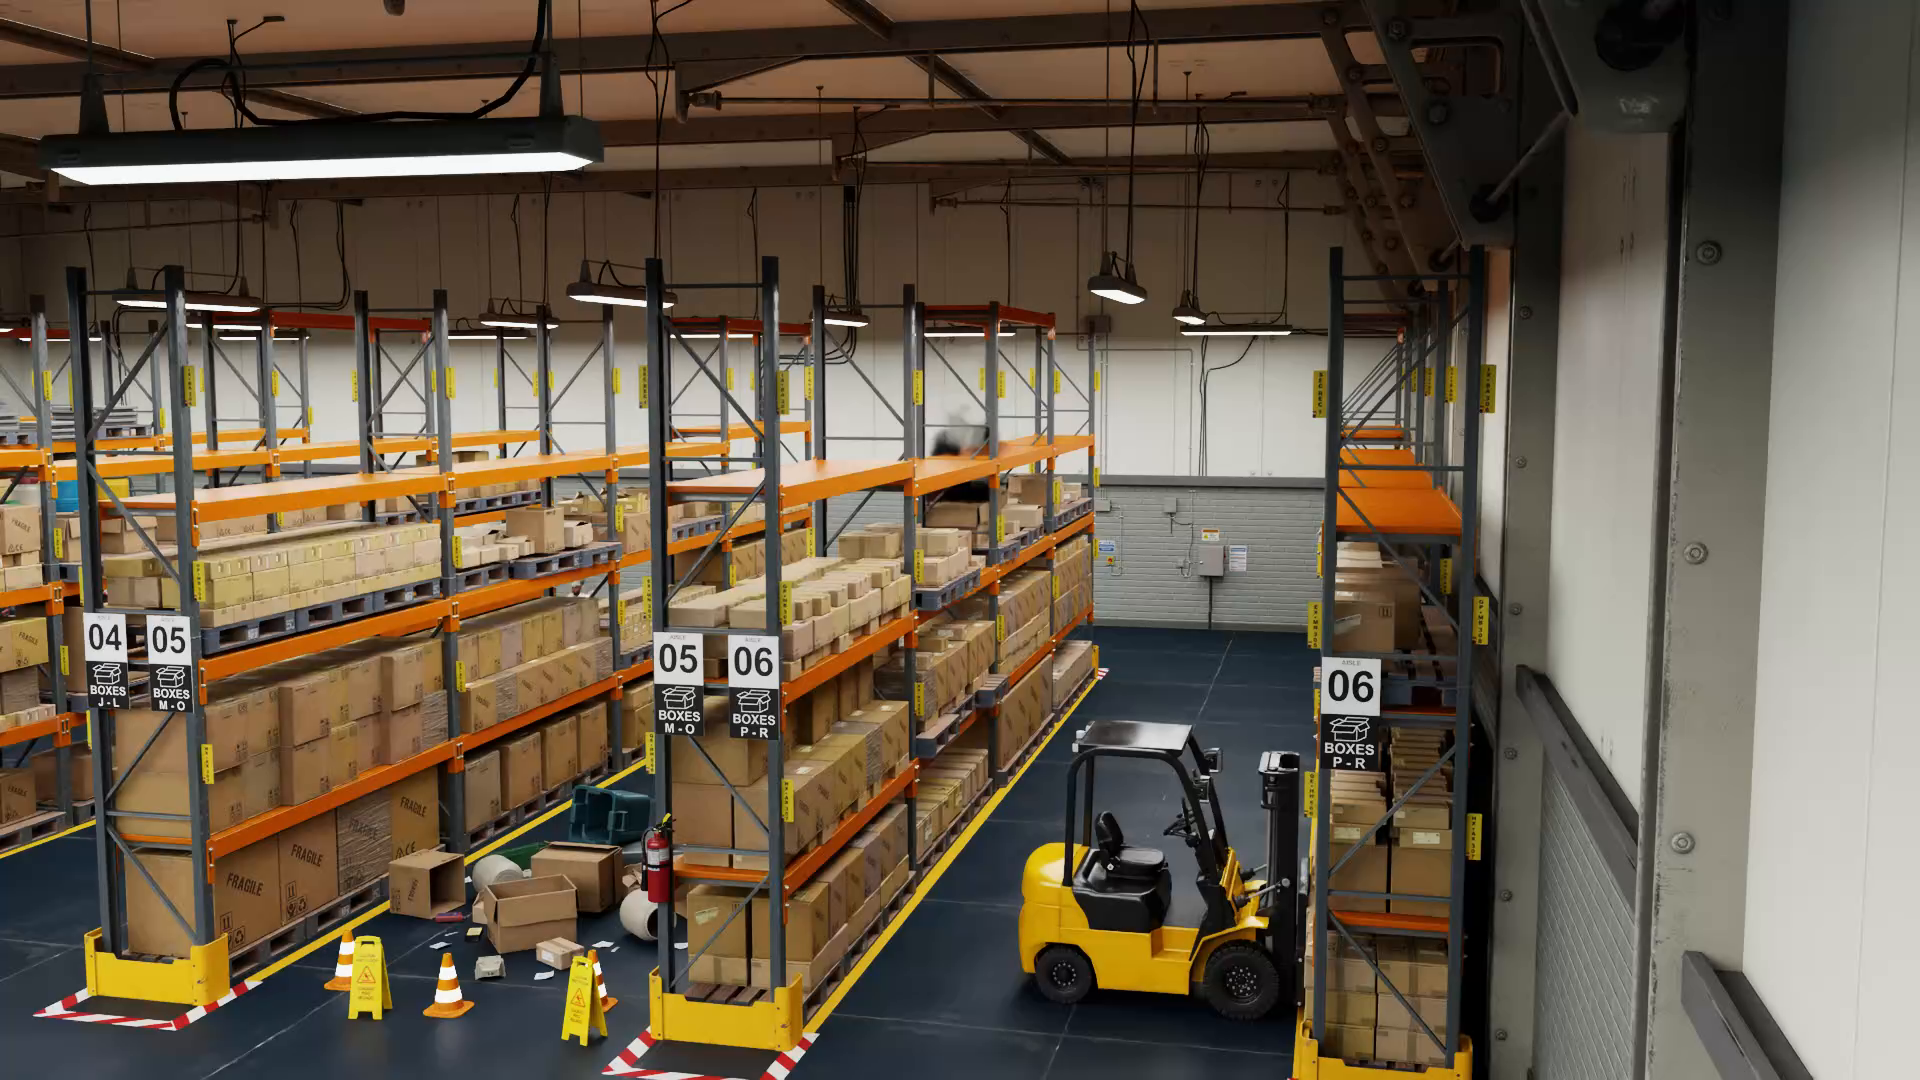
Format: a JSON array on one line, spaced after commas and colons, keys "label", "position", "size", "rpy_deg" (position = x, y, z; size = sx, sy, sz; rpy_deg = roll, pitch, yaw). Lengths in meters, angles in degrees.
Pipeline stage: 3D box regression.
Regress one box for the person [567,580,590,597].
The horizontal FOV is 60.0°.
[{"label": "person", "position": [-6.512, 1.477, 28.493], "size": [0.573, 1.669, 0.765], "rpy_deg": [0, 6, 4]}]
